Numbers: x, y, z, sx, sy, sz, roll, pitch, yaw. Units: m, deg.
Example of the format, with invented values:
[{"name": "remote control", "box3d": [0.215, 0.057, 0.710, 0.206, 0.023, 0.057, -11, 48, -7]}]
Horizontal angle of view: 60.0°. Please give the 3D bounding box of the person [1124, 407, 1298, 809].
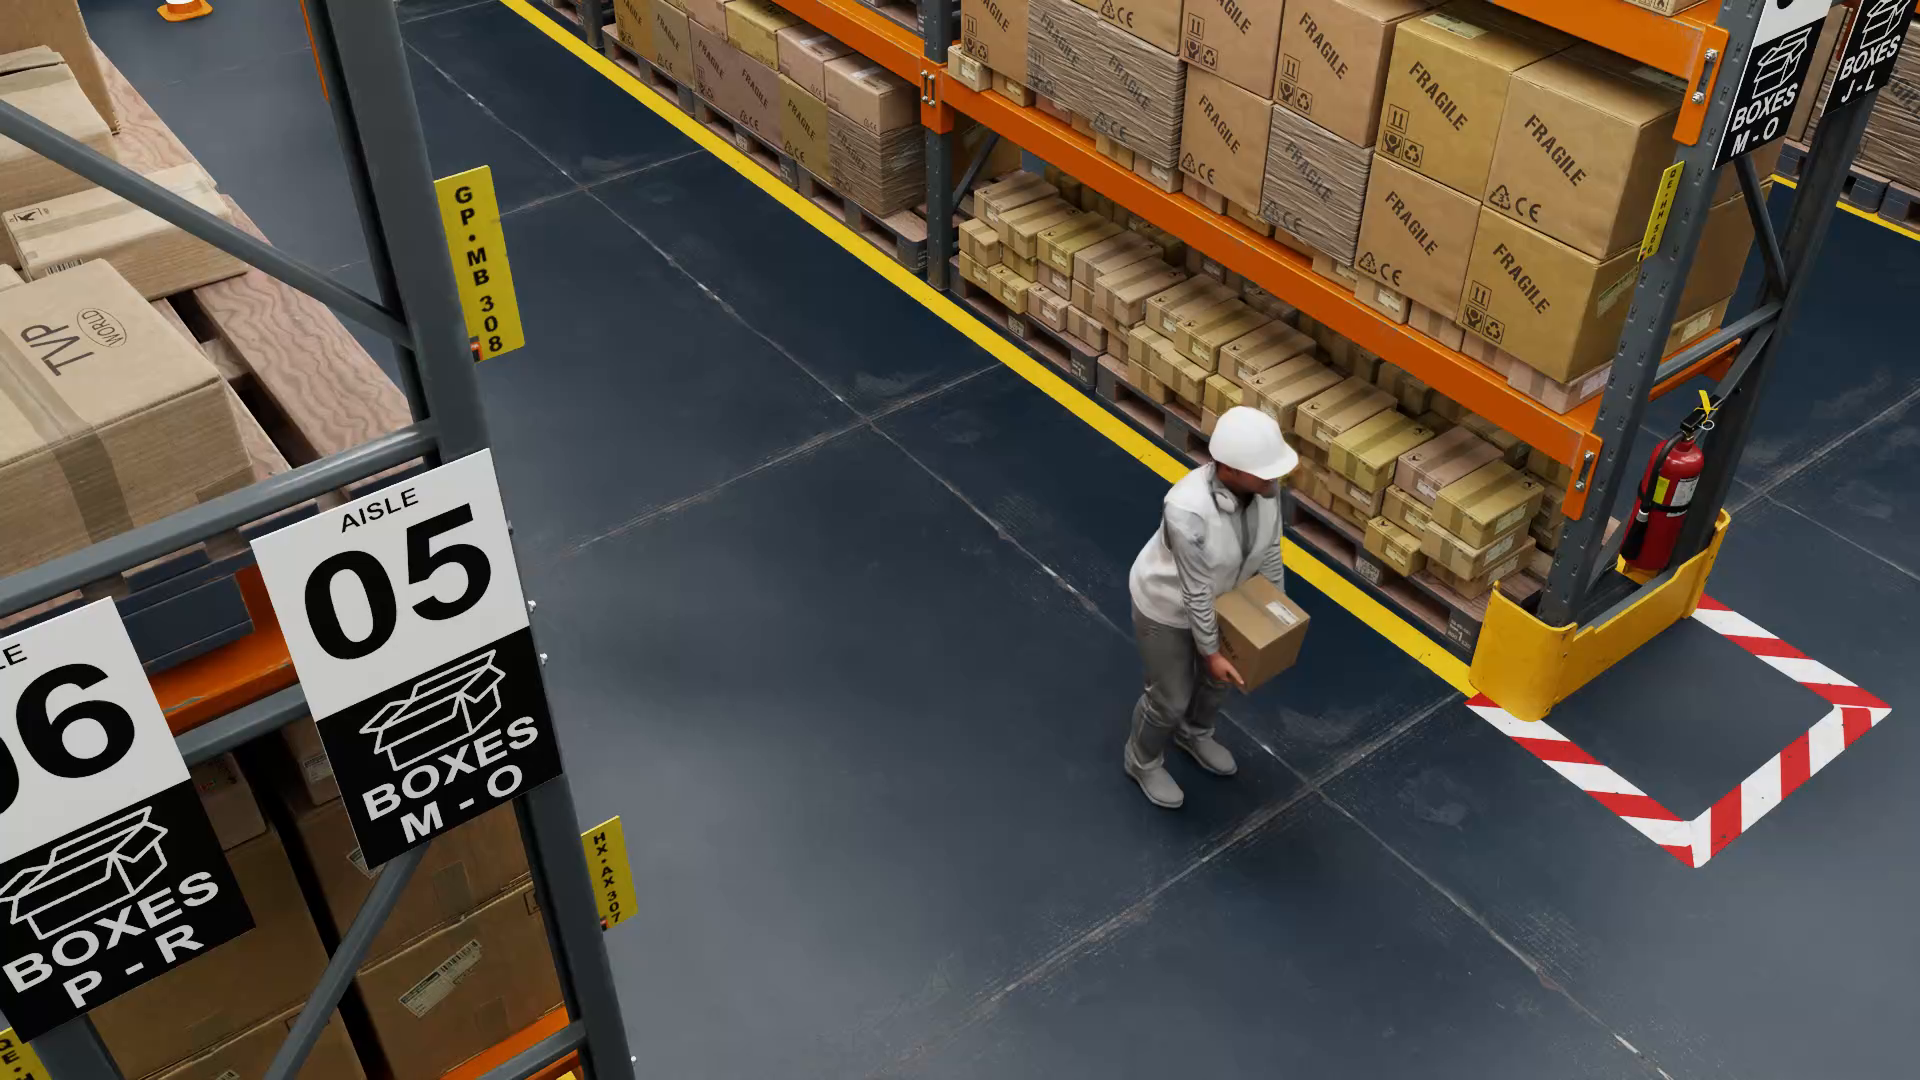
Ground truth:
[{"name": "person", "box3d": [0.896, 0.246, 5.861, 0.484, 1.756, 0.583, -27, 47, -28]}]
